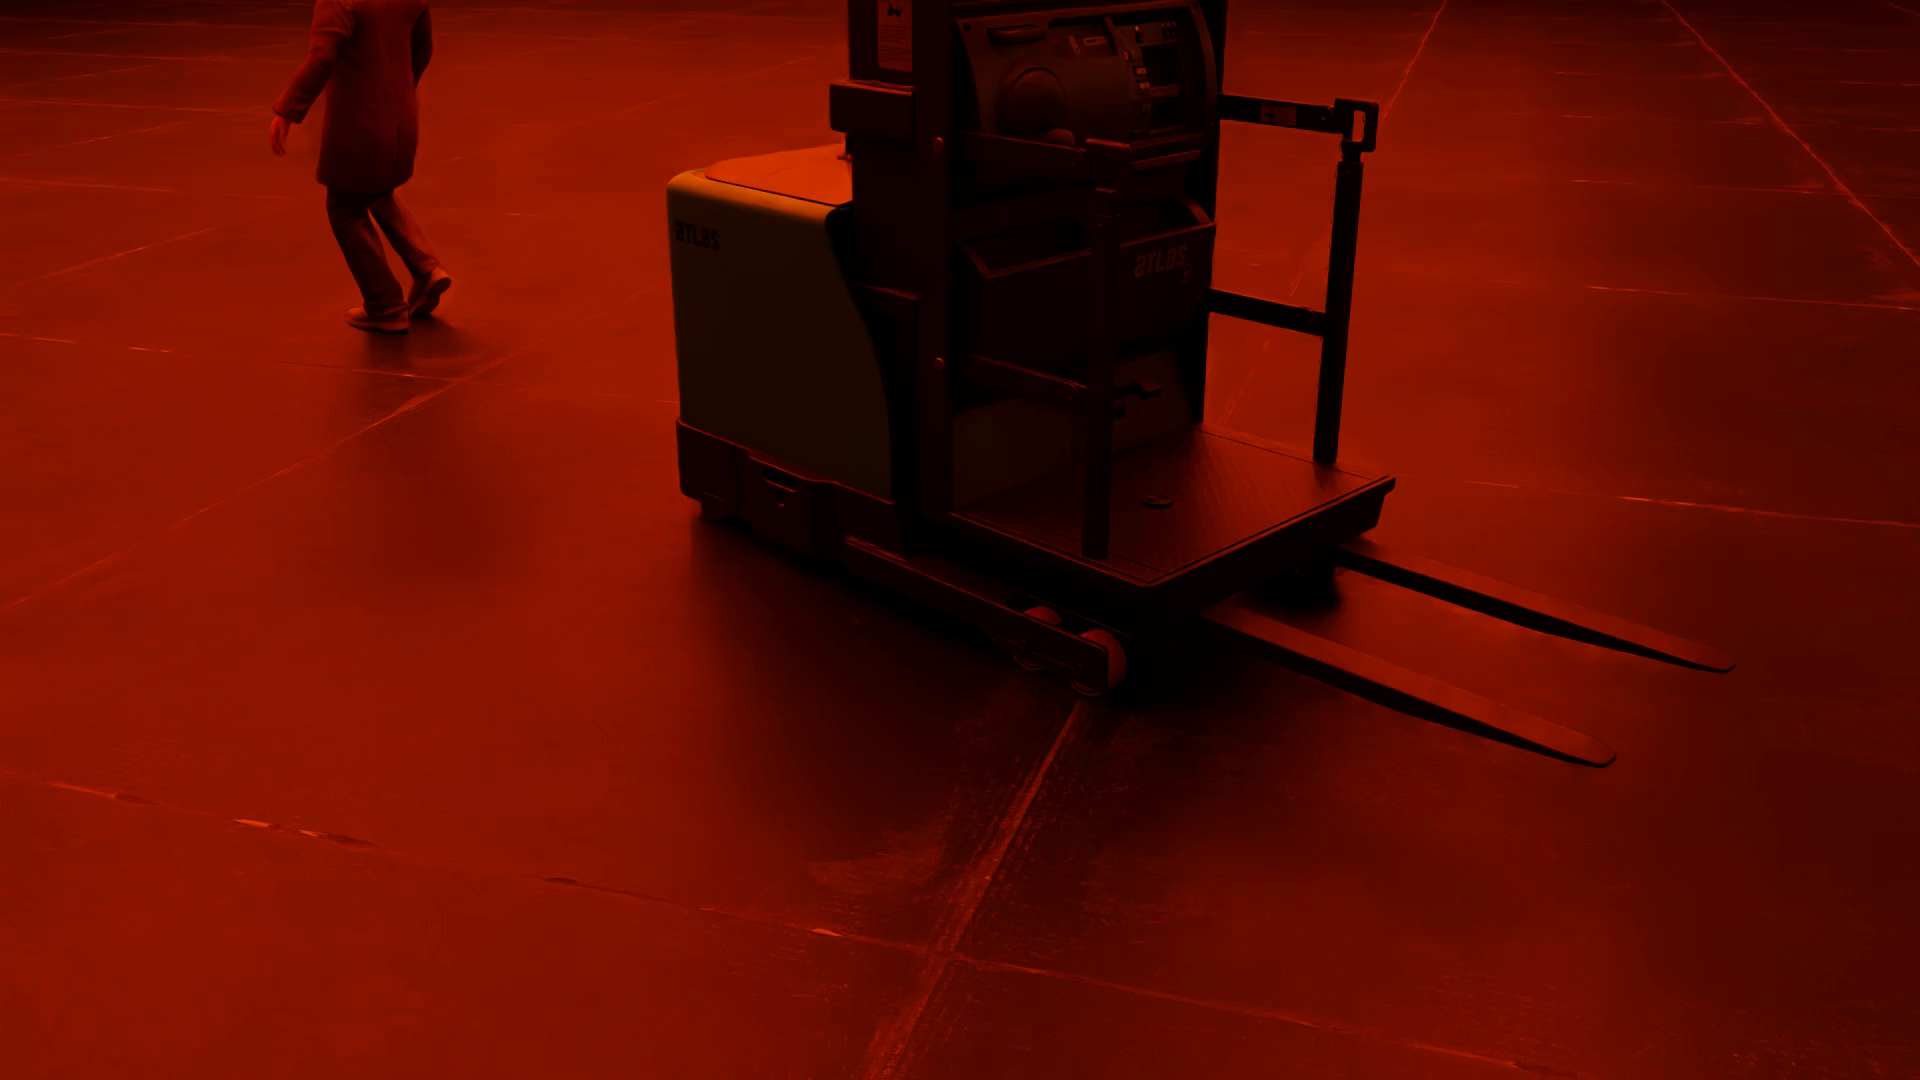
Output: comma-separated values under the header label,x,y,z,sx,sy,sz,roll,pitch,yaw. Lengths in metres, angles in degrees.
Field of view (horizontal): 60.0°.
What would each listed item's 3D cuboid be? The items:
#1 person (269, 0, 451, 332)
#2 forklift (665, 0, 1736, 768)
label,x,y,z,sx,sy,sz,roll,pitch,yaw
person,-2.559,-1.741,7.078,0.498,1.766,0.850,12,25,27
forklift,0.496,-1.185,4.150,1.130,2.935,3.031,-21,30,-40
